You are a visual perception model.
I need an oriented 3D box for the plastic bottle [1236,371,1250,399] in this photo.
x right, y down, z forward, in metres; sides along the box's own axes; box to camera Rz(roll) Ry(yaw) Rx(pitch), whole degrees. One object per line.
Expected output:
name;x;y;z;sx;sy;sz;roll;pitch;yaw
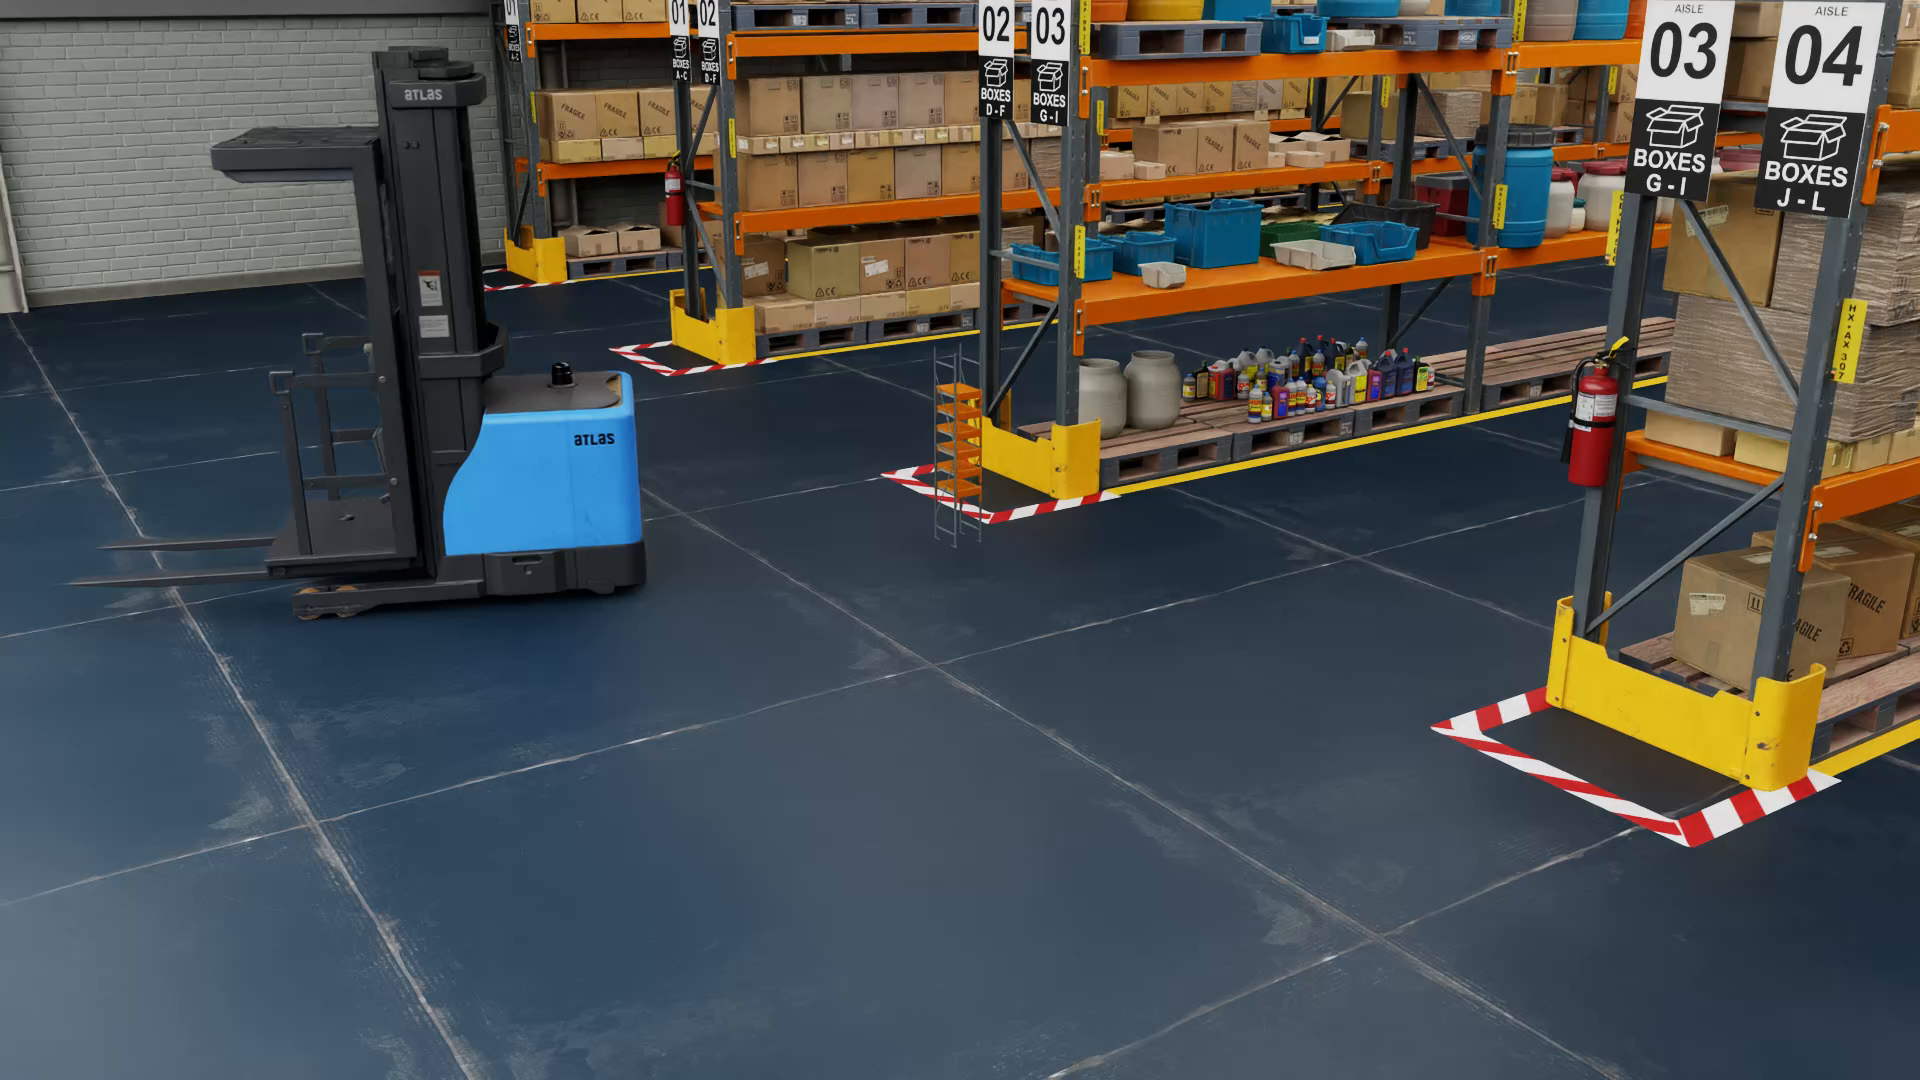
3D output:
plastic bottle;2.177;-1.195;12.780;0.097;0.201;0.097;0;19;0

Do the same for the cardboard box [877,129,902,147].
cardboard box;-0.742;-3.760;15.513;0.250;0.149;0.380;-12;22;-32

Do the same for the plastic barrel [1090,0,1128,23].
plastic barrel;0.794;-3.783;10.743;0.708;0.830;0.600;-12;22;-31

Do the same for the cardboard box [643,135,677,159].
cardboard box;-3.554;-4.613;19.410;0.500;0.250;0.500;-12;22;-32

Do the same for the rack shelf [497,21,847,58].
rack shelf;-3.320;-5.923;19.520;4.000;0.370;1.077;-12;22;-31

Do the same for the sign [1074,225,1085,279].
sign;0.757;-1.824;10.523;0.005;0.325;0.100;-12;22;-31

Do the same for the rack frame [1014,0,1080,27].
rack frame;0.458;-4.682;10.044;0.127;3.000;1.000;-12;22;-31

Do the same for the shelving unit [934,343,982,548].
shelving unit;-0.012;-0.566;10.045;0.189;1.200;0.258;-12;22;-31

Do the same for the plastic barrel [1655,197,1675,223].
plastic barrel;6.046;-2.990;14.231;0.421;0.512;0.421;0;19;0

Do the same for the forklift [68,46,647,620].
forklift;-3.334;-1.142;9.046;3.031;2.935;1.130;-4;19;-11

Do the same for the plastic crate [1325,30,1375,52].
plastic crate;2.681;-3.450;11.495;0.396;0.136;0.243;-12;22;-31

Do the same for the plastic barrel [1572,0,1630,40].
plastic barrel;5.197;-4.582;13.647;0.708;0.901;0.600;-12;22;-31

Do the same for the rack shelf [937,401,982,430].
rack shelf;-0.012;-0.751;9.982;0.180;0.103;0.258;-12;22;-31

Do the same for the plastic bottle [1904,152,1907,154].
plastic bottle;9.828;-3.925;17.353;0.133;0.283;0.061;-12;22;-31

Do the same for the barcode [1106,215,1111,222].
barcode;1.520;-3.283;16.990;0.075;0.075;0.001;-12;22;-31

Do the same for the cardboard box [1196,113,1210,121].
cardboard box;3.369;-6.059;23.845;0.250;0.149;0.380;-12;22;-31

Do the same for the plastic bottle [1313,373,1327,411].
plastic bottle;2.683;-1.106;12.406;0.097;0.271;0.097;0;19;0

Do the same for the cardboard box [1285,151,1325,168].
cardboard box;3.819;-4.224;18.447;0.250;0.149;0.380;-12;22;-31

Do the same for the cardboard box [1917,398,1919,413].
cardboard box;4.008;-0.914;7.643;0.500;0.500;0.875;-12;22;-31

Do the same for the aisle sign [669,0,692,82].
aisle sign;-2.479;-4.465;14.708;0.004;0.787;0.394;-12;22;-31

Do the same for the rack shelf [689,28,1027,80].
rack shelf;-0.592;-4.599;15.603;4.000;0.370;1.077;-12;22;-31

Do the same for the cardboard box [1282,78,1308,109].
cardboard box;4.785;-6.653;24.589;0.500;0.500;0.500;-12;22;-32

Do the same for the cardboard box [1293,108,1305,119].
cardboard box;4.905;-6.359;24.733;0.250;0.149;0.380;-12;22;-31

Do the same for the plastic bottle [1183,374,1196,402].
plastic bottle;1.751;-1.164;12.687;0.097;0.201;0.097;0;19;0

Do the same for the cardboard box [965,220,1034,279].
cardboard box;0.387;-2.897;16.598;0.500;0.500;0.500;-12;22;-31

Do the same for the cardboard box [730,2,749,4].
cardboard box;-2.807;-6.324;19.397;0.500;0.500;0.500;-13;23;-33

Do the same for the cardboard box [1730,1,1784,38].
cardboard box;3.243;-2.187;6.958;0.250;0.149;0.380;-12;22;-31

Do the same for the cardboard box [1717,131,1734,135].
cardboard box;10.025;-5.701;22.269;0.500;0.500;0.500;-12;22;-31

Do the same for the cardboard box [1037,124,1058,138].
cardboard box;0.761;-4.077;16.452;0.250;0.149;0.380;-12;22;-33

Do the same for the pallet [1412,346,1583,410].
pallet;4.434;-1.373;13.976;1.213;0.211;1.003;-12;22;-31

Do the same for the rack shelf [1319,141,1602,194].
rack shelf;6.089;-4.587;20.252;4.000;0.370;1.077;-12;22;-31

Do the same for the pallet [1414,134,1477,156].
pallet;6.040;-4.828;20.142;1.213;0.211;1.003;-12;22;-31

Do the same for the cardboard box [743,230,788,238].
cardboard box;-2.494;-4.026;20.685;0.500;0.500;0.500;-14;23;-35

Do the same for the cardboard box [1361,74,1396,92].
cardboard box;6.106;-6.965;25.693;0.700;0.700;0.980;-13;22;-33

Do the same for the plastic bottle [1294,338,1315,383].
plastic bottle;2.739;-1.434;13.253;0.185;0.351;0.144;-13;23;-34

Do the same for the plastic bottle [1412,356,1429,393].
plastic bottle;3.579;-1.294;12.942;0.133;0.283;0.061;-11;21;-29

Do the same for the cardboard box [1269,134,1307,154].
cardboard box;3.565;-4.427;18.796;0.500;0.311;0.500;-12;22;-32

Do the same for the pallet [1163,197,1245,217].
pallet;3.409;-4.911;24.441;1.213;0.211;1.003;-12;22;-31

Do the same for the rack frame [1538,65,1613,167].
rack frame;7.759;-5.280;21.178;0.127;3.000;1.000;-12;22;-31

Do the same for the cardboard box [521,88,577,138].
cardboard box;-4.714;-4.924;19.158;0.500;0.500;0.500;-12;22;-32

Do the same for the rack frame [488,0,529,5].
rack frame;-4.990;-7.332;17.883;0.127;3.000;1.000;-12;22;-31

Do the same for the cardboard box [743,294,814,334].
cardboard box;-1.693;-2.097;15.403;0.500;0.250;0.500;-12;22;-31

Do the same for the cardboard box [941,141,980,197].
cardboard box;-0.147;-3.656;16.220;0.500;0.500;0.700;-12;22;-31

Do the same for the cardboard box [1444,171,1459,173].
cardboard box;6.386;-4.463;20.808;0.500;0.250;0.500;-12;22;-31

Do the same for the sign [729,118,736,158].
sign;-1.963;-3.464;14.333;0.005;0.325;0.100;-12;22;-31

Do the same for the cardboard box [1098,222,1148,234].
cardboard box;1.690;-3.274;18.007;0.500;0.311;0.500;-11;22;-30

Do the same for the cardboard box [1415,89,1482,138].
cardboard box;5.751;-5.073;19.754;0.500;0.500;0.700;-8;20;-21

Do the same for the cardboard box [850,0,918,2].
cardboard box;-0.726;-5.119;14.989;0.500;0.500;0.500;-12;22;-31

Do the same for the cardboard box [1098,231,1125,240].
cardboard box;1.560;-3.039;17.312;0.500;0.311;0.500;-12;22;-31

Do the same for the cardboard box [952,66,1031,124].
cardboard box;0.289;-4.363;16.286;0.500;0.500;0.700;-12;22;-32

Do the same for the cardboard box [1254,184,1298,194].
cardboard box;4.560;-5.635;24.931;0.750;0.750;0.750;-12;22;-31

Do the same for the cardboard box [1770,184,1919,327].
cardboard box;3.792;-1.202;6.934;0.500;0.500;0.500;-12;22;-31

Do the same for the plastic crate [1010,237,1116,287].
plastic crate;0.712;-1.938;11.527;0.616;0.251;0.499;-12;22;-31

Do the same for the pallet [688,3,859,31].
pallet;-1.658;-4.663;14.808;1.213;0.211;1.003;-12;22;-31
